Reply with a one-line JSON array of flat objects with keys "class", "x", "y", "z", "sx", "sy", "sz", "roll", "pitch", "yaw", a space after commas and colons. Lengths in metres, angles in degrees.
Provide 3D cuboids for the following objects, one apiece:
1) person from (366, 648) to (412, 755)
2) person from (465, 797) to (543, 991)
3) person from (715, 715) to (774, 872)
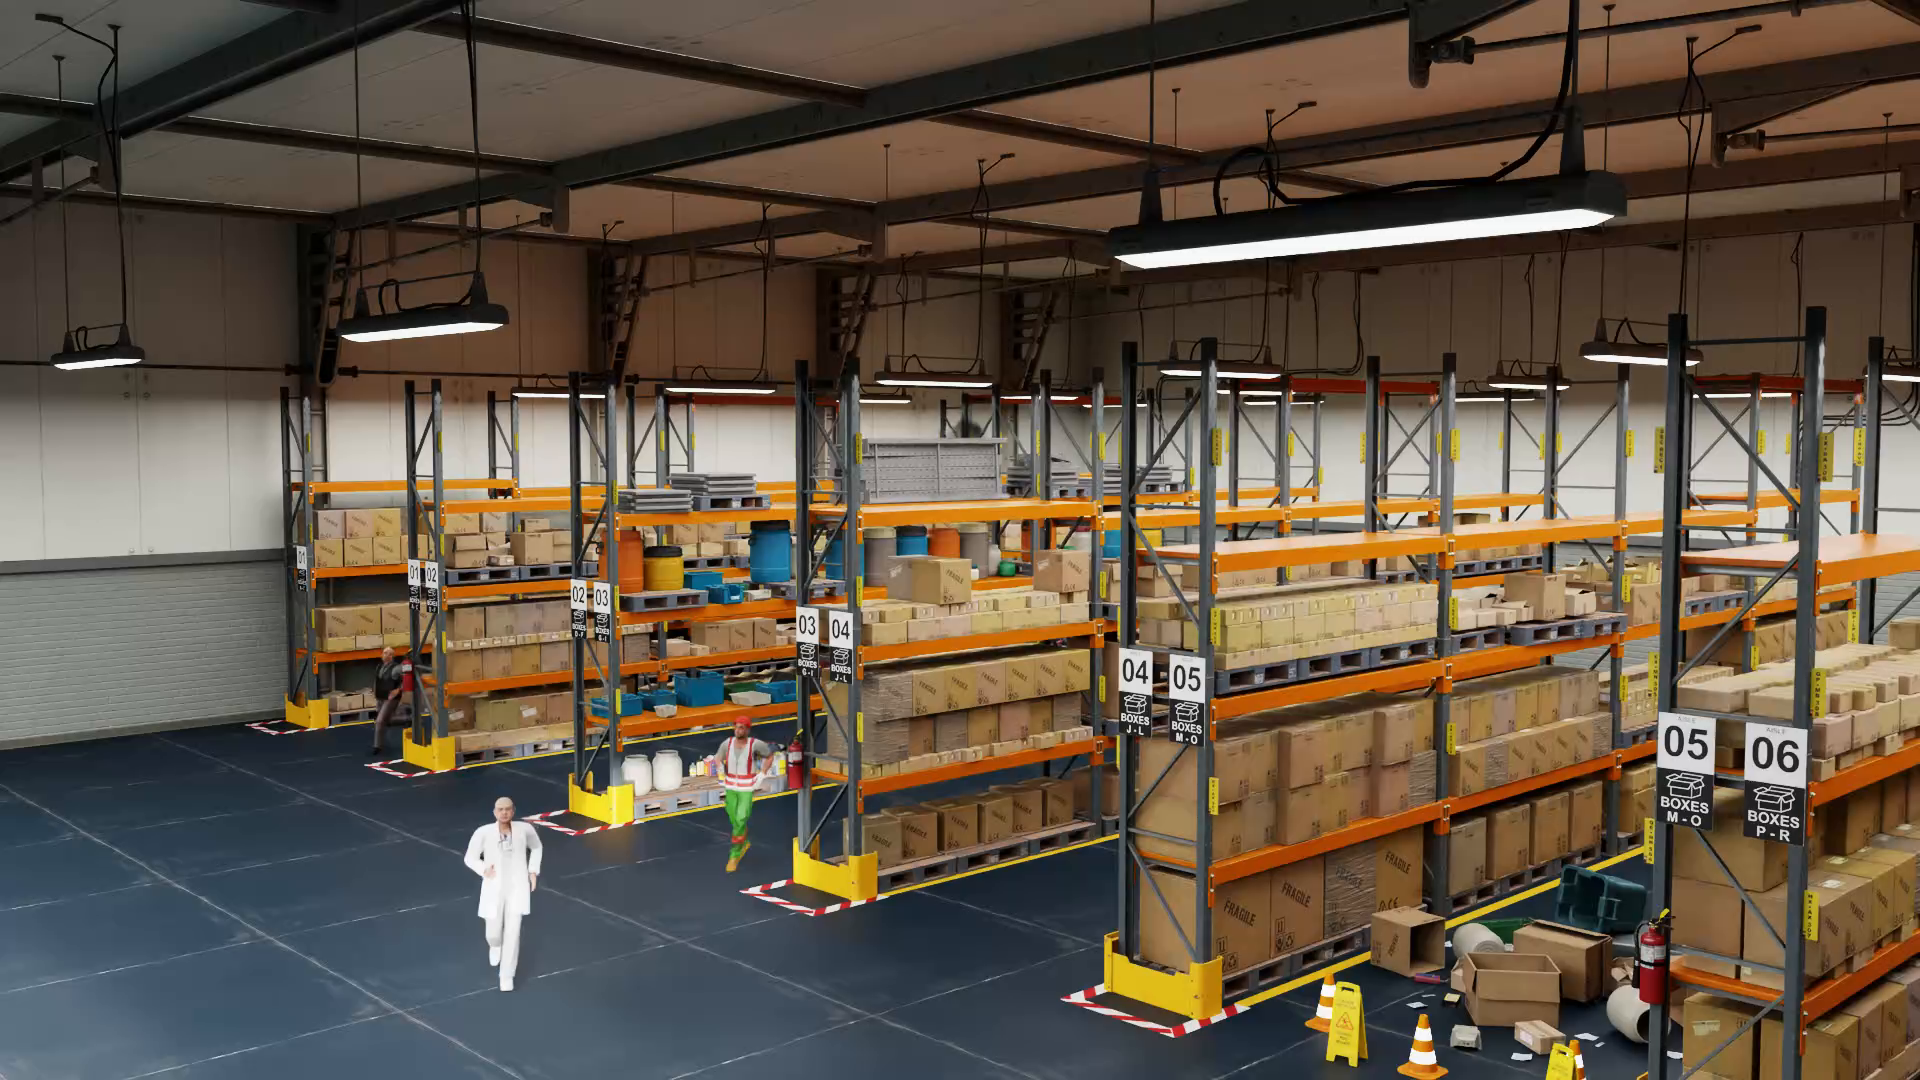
[{"class": "person", "x": -9.304, "y": 2.611, "z": 27.146, "sx": 0.643, "sy": 1.707, "sz": 0.999, "roll": 3, "pitch": 4, "yaw": 35}, {"class": "person", "x": -4.287, "y": 3.282, "z": 15.664, "sx": 0.718, "sy": 1.746, "sz": 0.834, "roll": -1, "pitch": 4, "yaw": -17}, {"class": "person", "x": -2.607, "y": 3.008, "z": 19.882, "sx": 0.667, "sy": 1.852, "sz": 0.720, "roll": 1, "pitch": 4, "yaw": 17}]
